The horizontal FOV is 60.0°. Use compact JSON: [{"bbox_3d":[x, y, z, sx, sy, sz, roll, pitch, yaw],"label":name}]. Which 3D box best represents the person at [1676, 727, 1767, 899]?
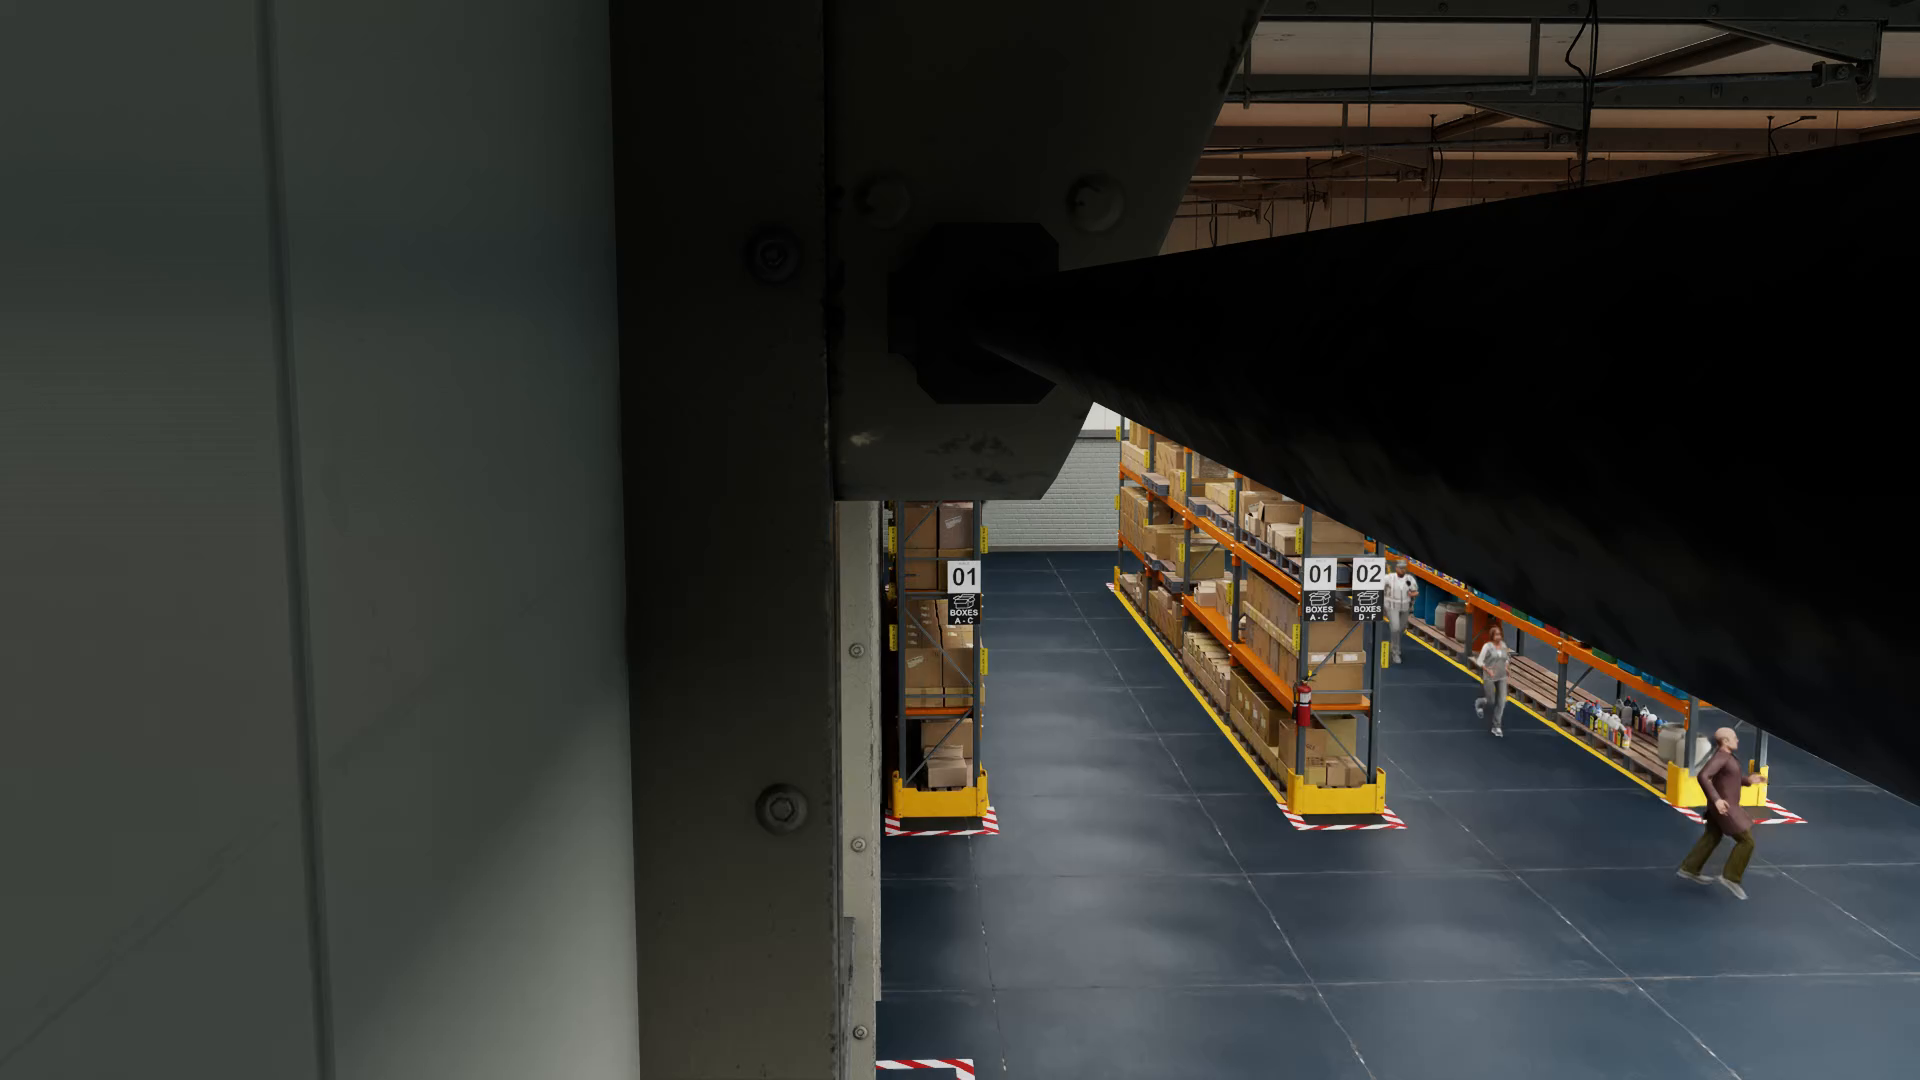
[{"bbox_3d":[8.161,2.911,17.790,0.825,1.842,0.668,3,9,17],"label":"person"}]

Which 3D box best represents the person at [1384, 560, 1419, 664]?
[{"bbox_3d":[7.743,1.234,29.365,0.634,1.837,0.892,-1,8,-4],"label":"person"}]

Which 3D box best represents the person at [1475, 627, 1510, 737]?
[{"bbox_3d":[7.854,2.049,24.484,0.539,1.583,0.756,-1,8,-8],"label":"person"}]
